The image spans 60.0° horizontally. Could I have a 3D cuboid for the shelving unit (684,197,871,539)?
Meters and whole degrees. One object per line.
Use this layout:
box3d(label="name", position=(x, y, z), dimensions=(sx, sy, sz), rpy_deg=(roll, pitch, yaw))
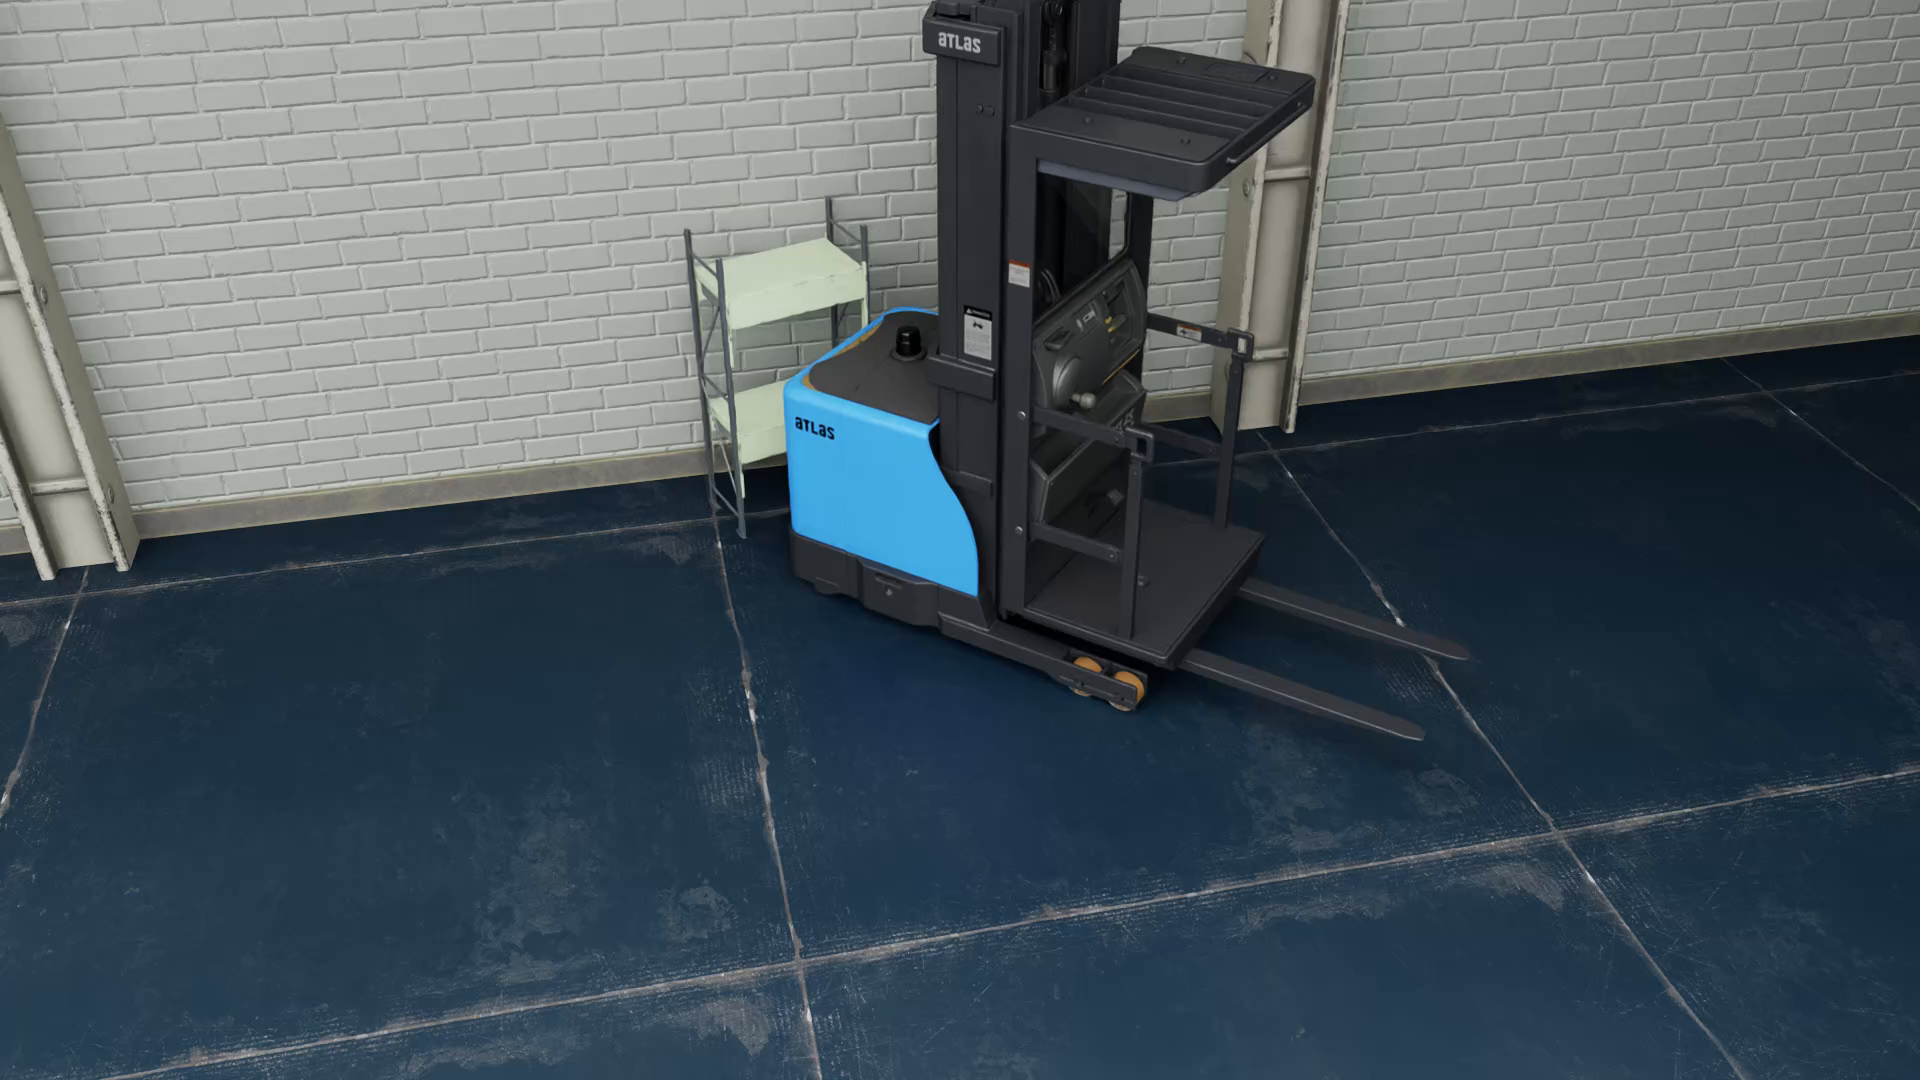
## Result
box3d(label="shelving unit", position=(-0.856, -0.828, 8.138), dimensions=(0.755, 1.500, 0.431), rpy_deg=(-18, 38, -25))

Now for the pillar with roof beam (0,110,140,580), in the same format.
box3d(label="pillar with roof beam", position=(-3.289, -1.311, 2.128), dimensions=(0.400, 9.000, 9.100), rpy_deg=(-7, 35, -11))

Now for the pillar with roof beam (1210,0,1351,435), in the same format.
box3d(label="pillar with roof beam", position=(2.563, -2.049, 3.227), dimensions=(0.400, 9.000, 9.100), rpy_deg=(-7, 35, -11))

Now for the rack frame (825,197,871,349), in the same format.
box3d(label="rack frame", position=(-0.540, -0.931, 8.292), dimensions=(0.023, 1.500, 0.400), rpy_deg=(-18, 38, -25))

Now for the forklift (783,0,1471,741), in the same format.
box3d(label="forklift", position=(0.724, -0.823, 6.845), dimensions=(3.031, 2.935, 1.130), rpy_deg=(19, 38, 25))

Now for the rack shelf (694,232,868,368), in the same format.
box3d(label="rack shelf", position=(-0.856, -1.152, 7.921), dimensions=(0.720, 0.370, 0.431), rpy_deg=(-18, 38, -25))

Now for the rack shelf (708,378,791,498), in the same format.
box3d(label="rack shelf", position=(-0.856, -0.557, 8.320), dimensions=(0.720, 0.370, 0.431), rpy_deg=(-18, 38, -25))

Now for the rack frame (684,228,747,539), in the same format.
box3d(label="rack frame", position=(-1.171, -0.725, 7.984), dimensions=(0.023, 1.500, 0.400), rpy_deg=(-18, 38, -25))
